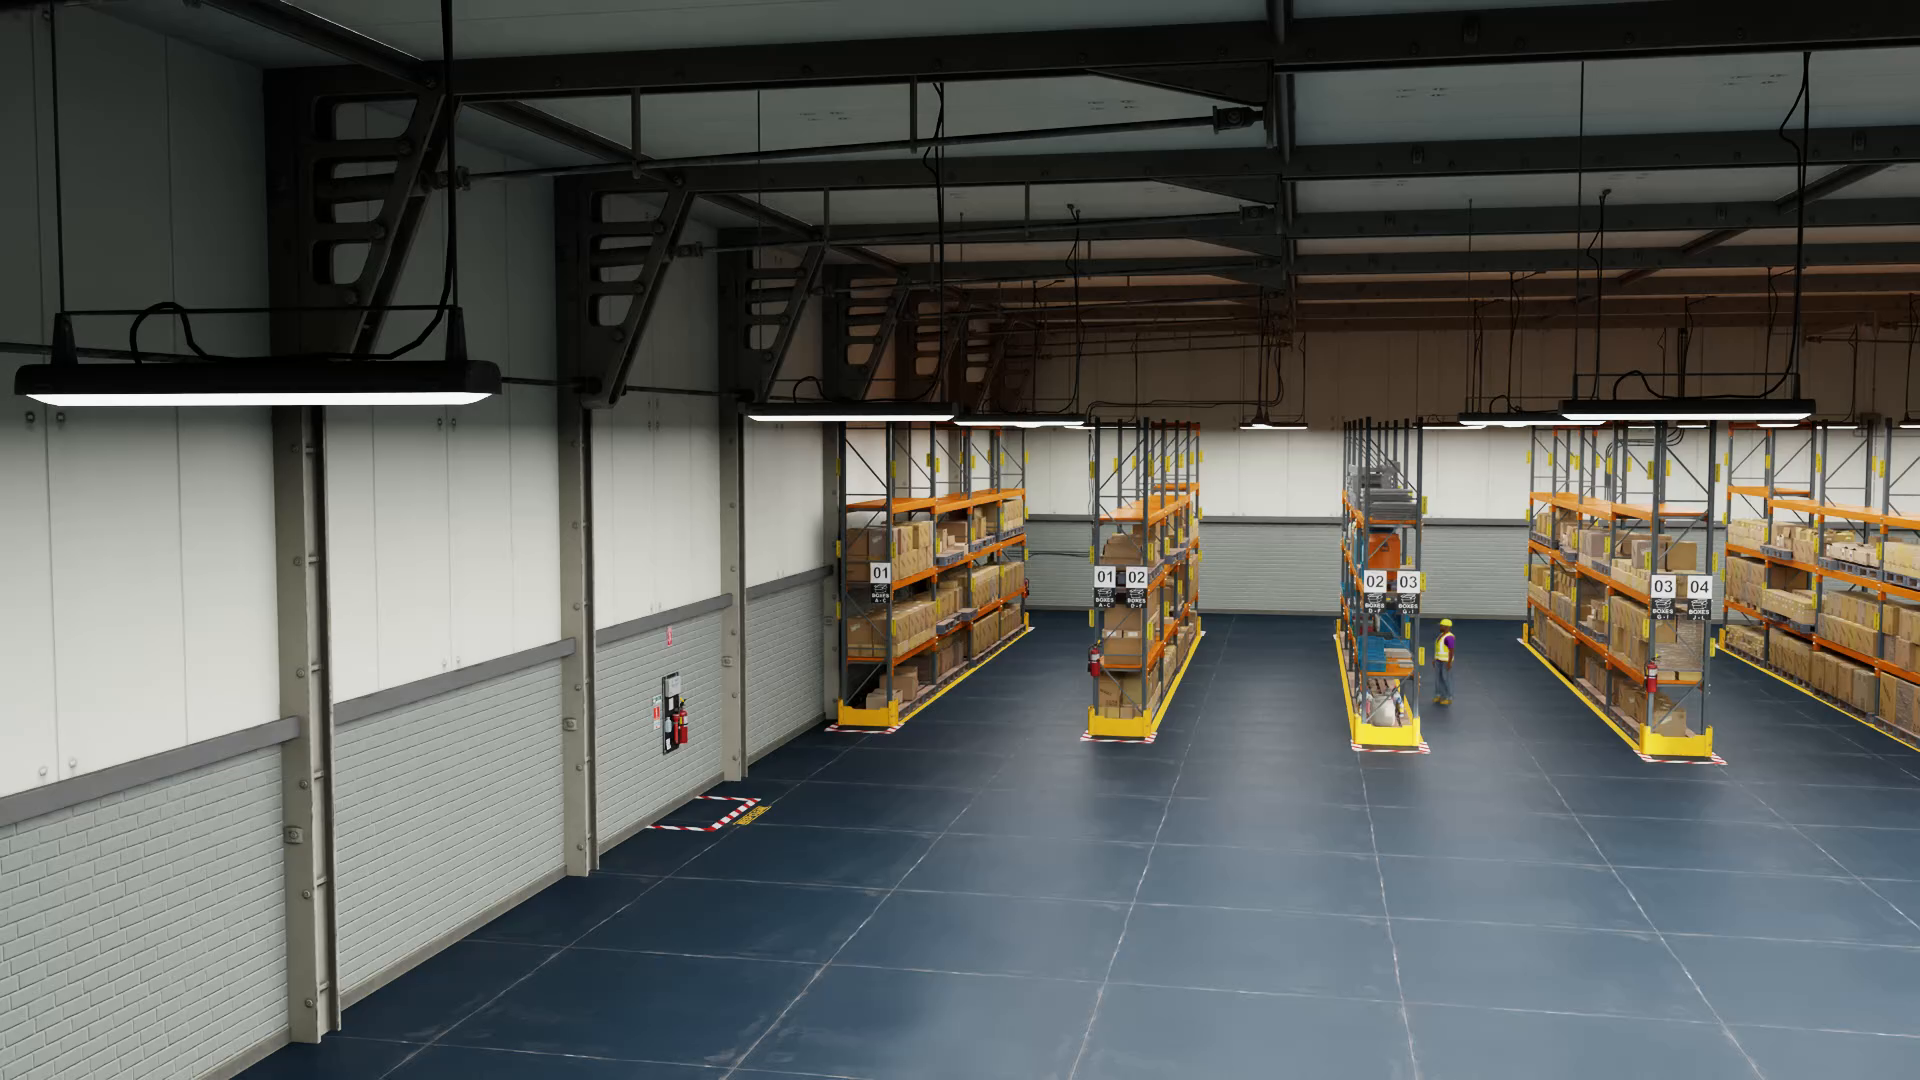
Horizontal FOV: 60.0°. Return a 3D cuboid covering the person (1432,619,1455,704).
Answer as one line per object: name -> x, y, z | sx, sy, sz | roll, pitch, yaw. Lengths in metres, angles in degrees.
person -> 10.214, 2.554, 35.104 | 0.403, 1.772, 0.621 | -1, 4, -20

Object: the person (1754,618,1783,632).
person -> 22.052, 1.961, 45.414 | 0.827, 1.600, 0.477 | 0, 4, -7
